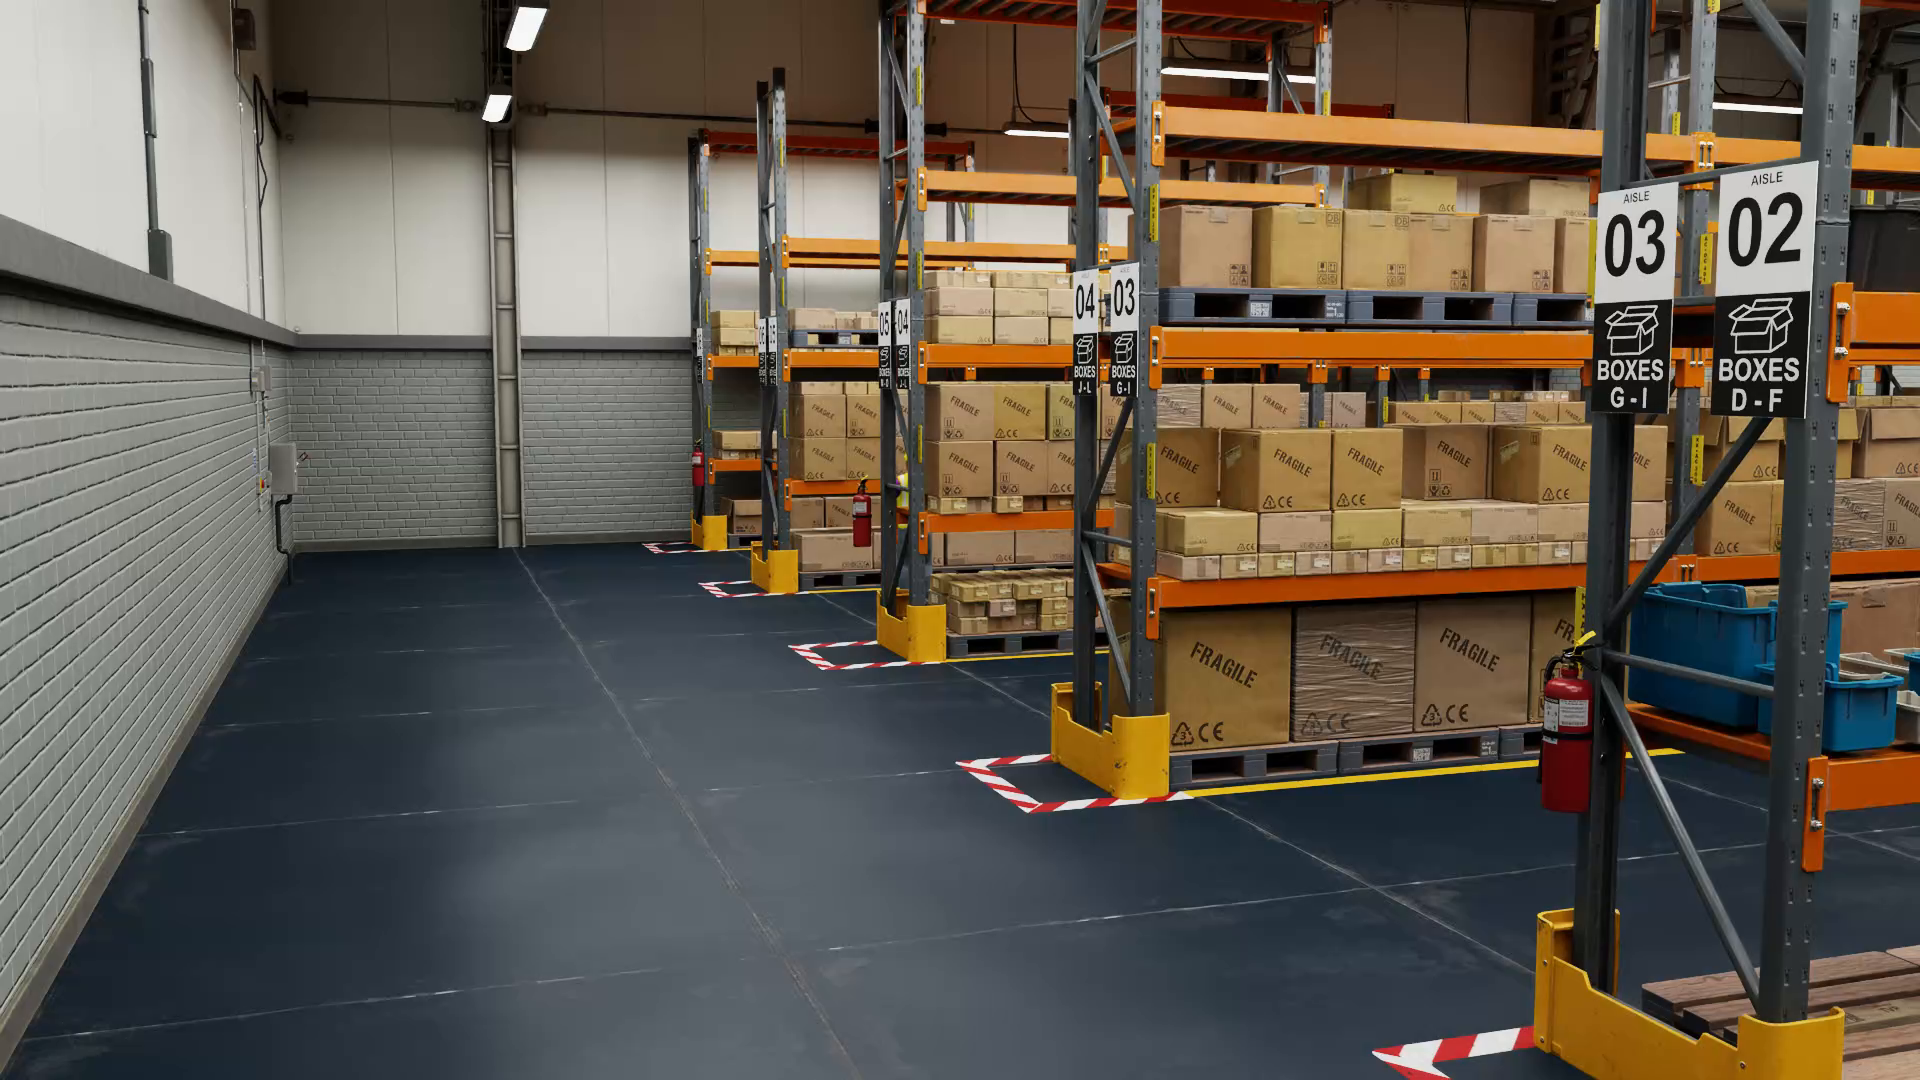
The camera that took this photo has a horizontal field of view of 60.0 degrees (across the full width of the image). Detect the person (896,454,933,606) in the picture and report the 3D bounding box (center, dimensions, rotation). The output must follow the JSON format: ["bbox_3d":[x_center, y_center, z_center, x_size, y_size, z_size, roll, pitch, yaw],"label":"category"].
[{"bbox_3d":[-0.522,-0.133,18.035,0.528,1.769,0.565,-2,6,-19],"label":"person"}]
